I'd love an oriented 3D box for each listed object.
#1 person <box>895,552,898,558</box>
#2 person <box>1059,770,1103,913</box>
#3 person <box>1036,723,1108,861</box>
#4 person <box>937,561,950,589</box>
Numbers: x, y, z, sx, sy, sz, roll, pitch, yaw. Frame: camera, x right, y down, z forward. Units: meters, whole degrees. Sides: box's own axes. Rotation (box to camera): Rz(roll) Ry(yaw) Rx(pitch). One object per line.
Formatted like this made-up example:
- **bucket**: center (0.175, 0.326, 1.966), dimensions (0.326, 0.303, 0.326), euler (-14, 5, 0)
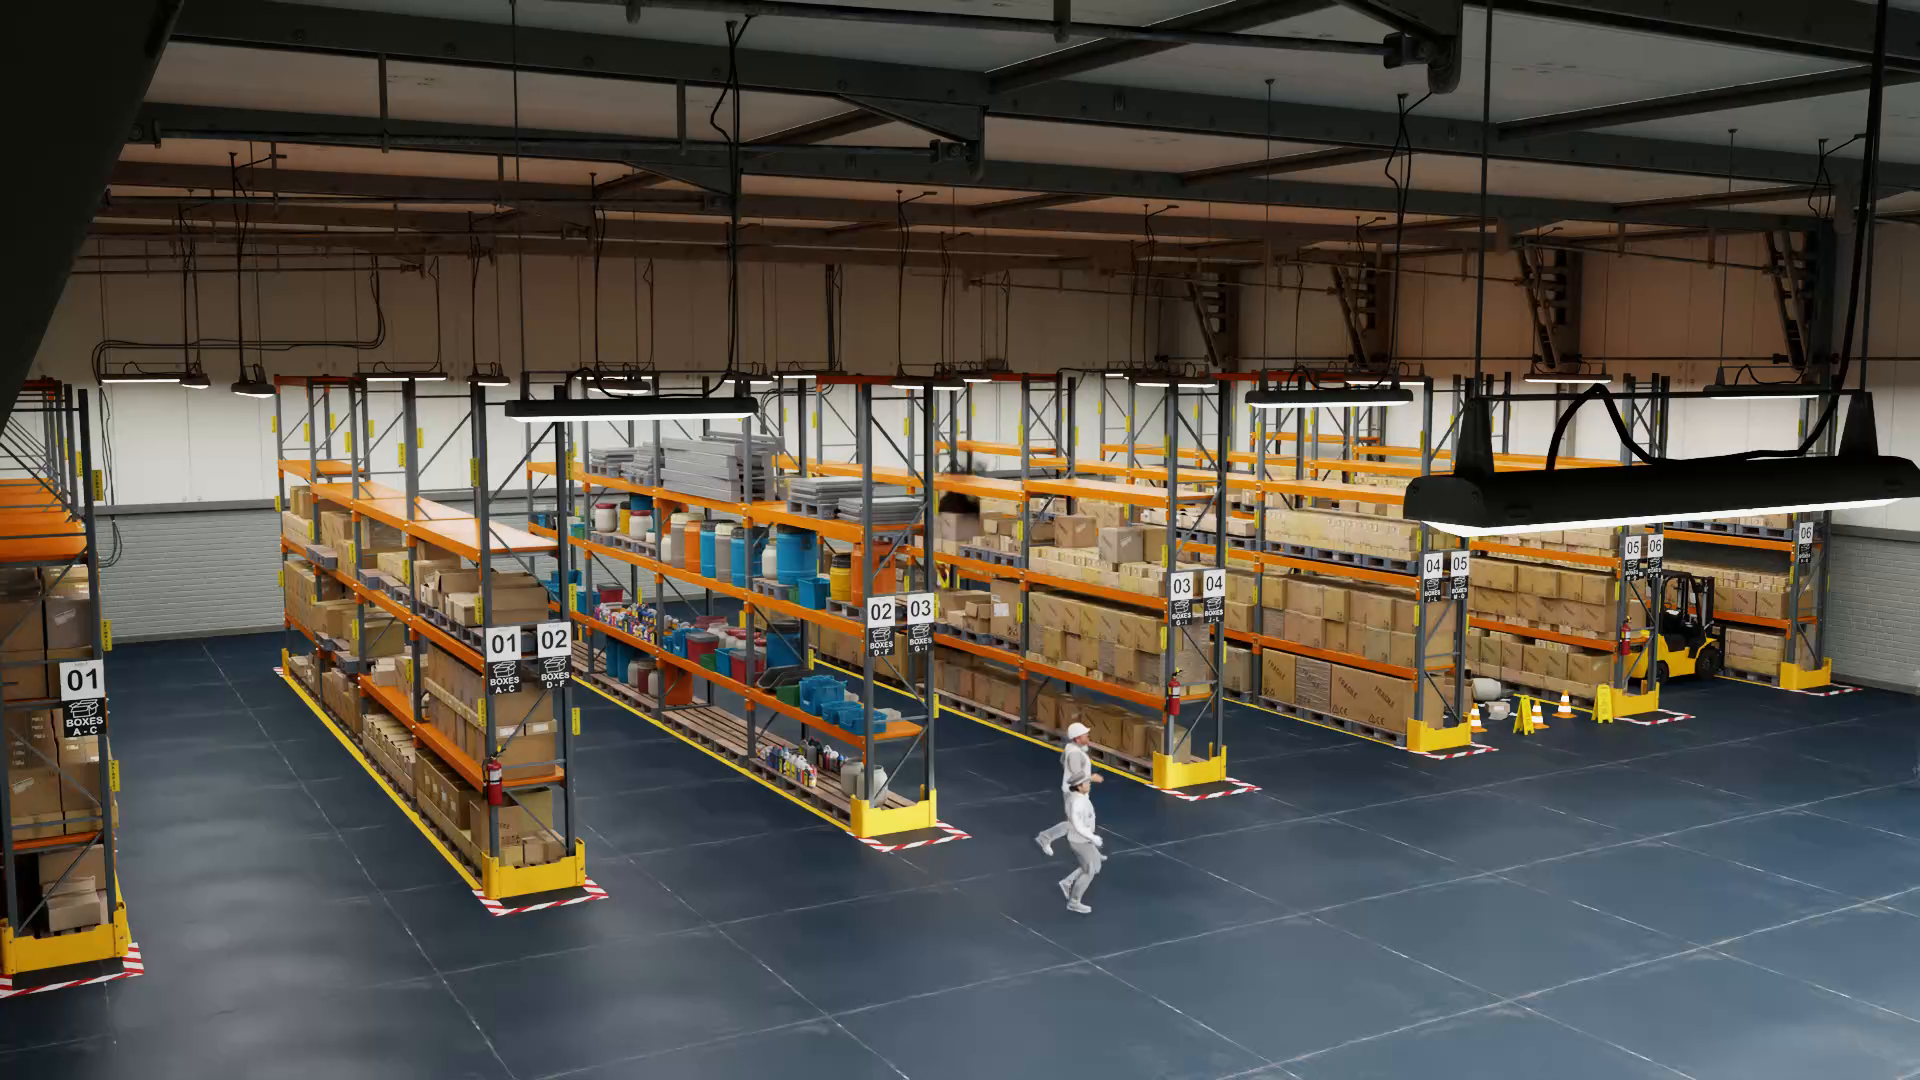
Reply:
- **person**: center (-1.797, 1.033, 40.765), dimensions (0.828, 1.722, 0.815), euler (2, 6, 14)
- **person**: center (1.392, 3.436, 19.036), dimensions (0.476, 1.664, 0.623), euler (0, 6, 0)
- **person**: center (1.413, 3.174, 20.945), dimensions (0.918, 1.780, 0.670), euler (0, 6, 1)
- **person**: center (-0.442, 1.305, 37.939), dimensions (0.711, 1.776, 0.979), euler (-3, 7, -27)
